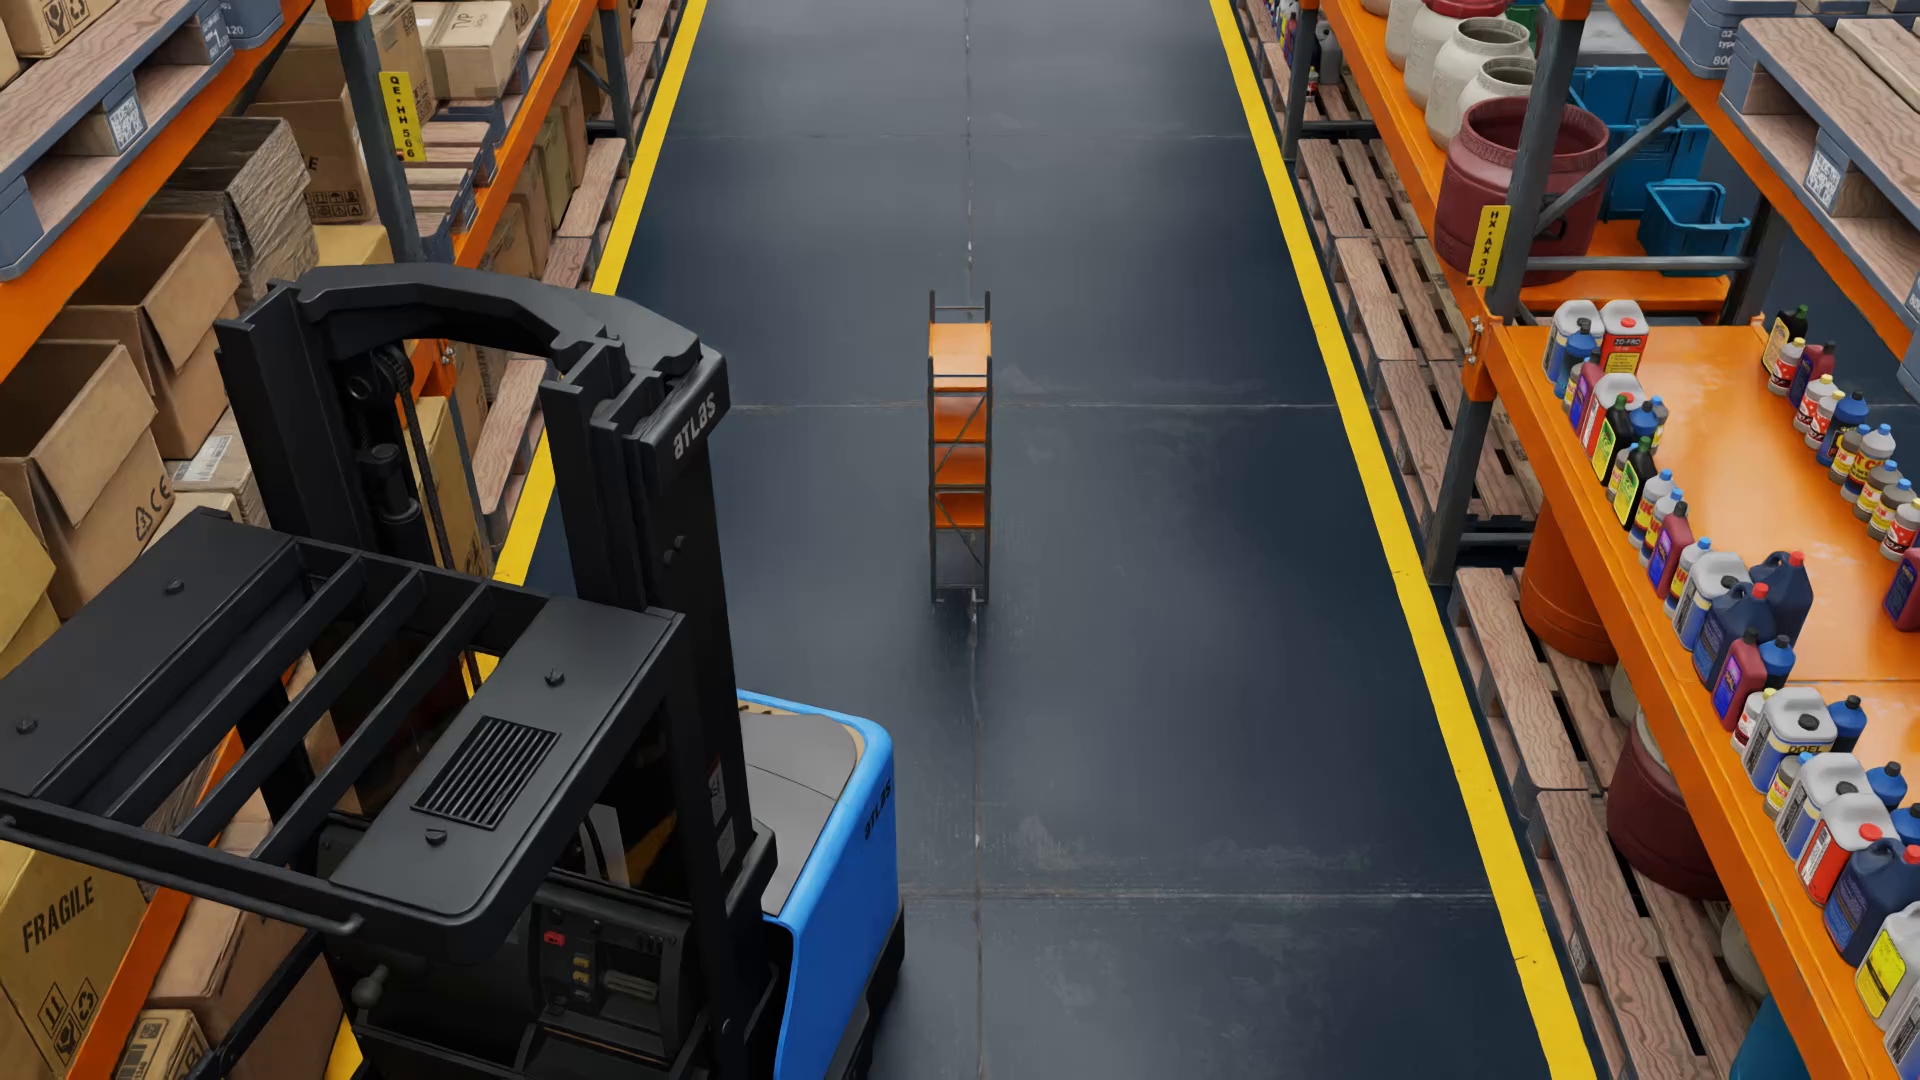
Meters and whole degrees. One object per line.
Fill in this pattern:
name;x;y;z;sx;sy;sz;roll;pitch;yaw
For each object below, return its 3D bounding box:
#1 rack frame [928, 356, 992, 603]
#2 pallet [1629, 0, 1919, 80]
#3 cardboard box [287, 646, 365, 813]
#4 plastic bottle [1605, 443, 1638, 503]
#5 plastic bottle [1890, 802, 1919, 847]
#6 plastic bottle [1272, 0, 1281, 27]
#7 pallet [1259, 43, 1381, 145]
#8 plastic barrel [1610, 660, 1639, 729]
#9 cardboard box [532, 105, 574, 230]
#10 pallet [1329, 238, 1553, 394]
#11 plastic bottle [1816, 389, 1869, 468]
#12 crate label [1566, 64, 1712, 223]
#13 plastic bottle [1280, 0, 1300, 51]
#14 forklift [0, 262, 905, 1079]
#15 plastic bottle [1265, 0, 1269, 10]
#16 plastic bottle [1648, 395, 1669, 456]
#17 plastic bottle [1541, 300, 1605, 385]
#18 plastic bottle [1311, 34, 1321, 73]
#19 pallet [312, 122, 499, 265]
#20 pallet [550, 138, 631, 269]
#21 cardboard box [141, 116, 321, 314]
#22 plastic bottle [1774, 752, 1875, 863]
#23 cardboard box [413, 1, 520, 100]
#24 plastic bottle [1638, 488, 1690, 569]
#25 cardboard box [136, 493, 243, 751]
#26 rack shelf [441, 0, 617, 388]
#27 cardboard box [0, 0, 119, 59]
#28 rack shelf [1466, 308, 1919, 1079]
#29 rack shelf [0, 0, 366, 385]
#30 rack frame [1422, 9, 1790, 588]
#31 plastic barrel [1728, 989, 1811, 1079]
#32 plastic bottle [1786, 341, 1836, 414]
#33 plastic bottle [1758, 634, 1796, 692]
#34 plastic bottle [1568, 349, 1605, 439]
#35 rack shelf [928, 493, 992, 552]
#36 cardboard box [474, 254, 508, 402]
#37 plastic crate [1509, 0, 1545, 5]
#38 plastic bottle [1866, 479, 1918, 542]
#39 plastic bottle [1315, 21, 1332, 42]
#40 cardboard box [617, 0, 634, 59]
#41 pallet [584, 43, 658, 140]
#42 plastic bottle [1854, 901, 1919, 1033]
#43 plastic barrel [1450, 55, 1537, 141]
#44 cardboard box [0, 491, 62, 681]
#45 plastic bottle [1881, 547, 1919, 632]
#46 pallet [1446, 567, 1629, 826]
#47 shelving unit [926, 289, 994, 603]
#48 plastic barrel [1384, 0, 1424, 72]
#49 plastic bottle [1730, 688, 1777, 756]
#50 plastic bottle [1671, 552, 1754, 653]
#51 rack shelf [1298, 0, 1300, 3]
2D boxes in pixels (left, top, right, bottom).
rack frame;0.000;-0.212;6.555;0.240;1.200;0.015;0;39;0
pallet;2.376;-1.629;4.636;1.003;0.211;1.213;0;39;0
cardboard box;-2.507;0.648;5.406;1.225;0.875;0.875;0;39;0
plastic bottle;2.123;-0.217;5.280;0.097;0.201;0.097;0;39;0
plastic bottle;2.277;0.740;4.031;0.097;0.271;0.097;0;39;0
plastic bottle;2.155;-3.582;11.152;0.097;0.271;0.097;0;39;0
pallet;2.509;-2.843;10.629;1.003;0.211;1.213;0;39;0
plastic barrel;2.580;0.456;5.936;0.421;0.512;0.421;0;39;0
cardboard box;-2.524;-2.022;9.022;0.700;0.500;0.500;0;39;0
pallet;2.512;-1.168;8.538;1.003;0.211;1.213;0;39;0
plastic bottle;2.882;-0.369;5.415;0.097;0.271;0.097;0;39;0
crate label;2.742;-1.646;6.876;0.502;0.435;0.616;0;39;0
plastic bottle;2.179;-3.374;10.828;0.144;0.351;0.185;0;39;0
forklift;-1.120;1.016;3.638;1.130;2.935;3.031;11;40;14
plastic bottle;2.154;-3.772;11.388;0.097;0.271;0.097;0;39;0
plastic bottle;2.275;-0.384;5.490;0.097;0.201;0.097;0;39;0
plastic bottle;2.150;-0.691;5.813;0.152;0.276;0.135;0;39;0
plastic bottle;2.179;-3.052;10.426;0.144;0.351;0.185;-1;39;-1
pallet;-2.588;-1.377;6.723;1.213;0.211;1.003;0;39;0
pallet;-2.482;-1.933;9.493;1.003;0.211;1.213;0;39;0
cardboard box;-2.496;-0.980;5.192;0.797;0.503;0.637;1;39;1
plastic bottle;2.153;0.665;4.120;0.152;0.276;0.135;0;39;0
cardboard box;-2.252;-2.160;7.331;0.500;0.250;0.500;-1;39;-1
plastic bottle;2.124;-0.039;5.003;0.097;0.271;0.097;0;39;0
cardboard box;-2.234;0.217;4.500;0.500;0.500;0.500;1;39;1
rack shelf;-2.482;-1.977;7.893;1.077;0.370;4.000;0;39;0
cardboard box;-2.318;-1.459;3.857;0.500;0.500;0.500;2;39;2
rack shelf;2.475;0.521;4.776;1.077;0.370;4.000;0;39;0
rack shelf;-2.478;-0.646;3.834;1.077;0.370;4.000;0;39;0
rack frame;2.473;-1.010;6.112;1.000;3.000;0.127;0;39;0
plastic barrel;2.493;1.363;4.493;0.600;0.901;0.708;0;39;0
plastic bottle;2.900;-0.568;5.653;0.061;0.283;0.133;0;39;0
plastic bottle;2.185;0.366;4.497;0.097;0.271;0.097;0;39;0
plastic bottle;2.105;-0.488;5.554;0.061;0.283;0.133;0;39;0
rack shelf;0.000;-0.157;6.912;0.258;0.148;0.480;0;39;0
cardboard box;-2.514;-0.969;7.707;0.700;0.500;0.500;-3;39;-4
plastic crate;2.781;-2.816;8.378;0.392;0.384;0.575;0;39;0
plastic bottle;2.883;-0.098;5.133;0.097;0.201;0.097;0;39;0
plastic bottle;2.327;-3.159;10.619;0.152;0.276;0.135;0;39;0
cardboard box;-2.453;-3.305;10.638;0.500;0.500;0.500;12;40;14
pallet;-2.521;-2.840;10.625;1.003;0.211;1.213;0;39;0
plastic bottle;2.149;0.936;3.723;0.144;0.351;0.185;0;39;0
plastic barrel;2.258;-1.697;6.880;0.421;0.512;0.421;0;39;0
cardboard box;-2.474;0.236;3.675;0.797;0.503;0.637;0;39;0
plastic bottle;2.757;0.118;4.797;0.061;0.283;0.133;0;39;0
pallet;2.515;0.571;6.369;1.003;0.211;1.213;0;39;0
shelving unit;0.000;-0.365;6.746;0.258;1.200;0.503;0;39;0
plastic barrel;2.251;-2.507;7.872;0.433;0.535;0.433;0;39;0
plastic bottle;2.125;0.477;4.415;0.097;0.201;0.097;0;39;0
plastic bottle;2.152;0.176;4.731;0.152;0.276;0.135;0;39;0
rack shelf;2.466;-4.482;11.019;1.077;0.370;4.000;0;39;0
